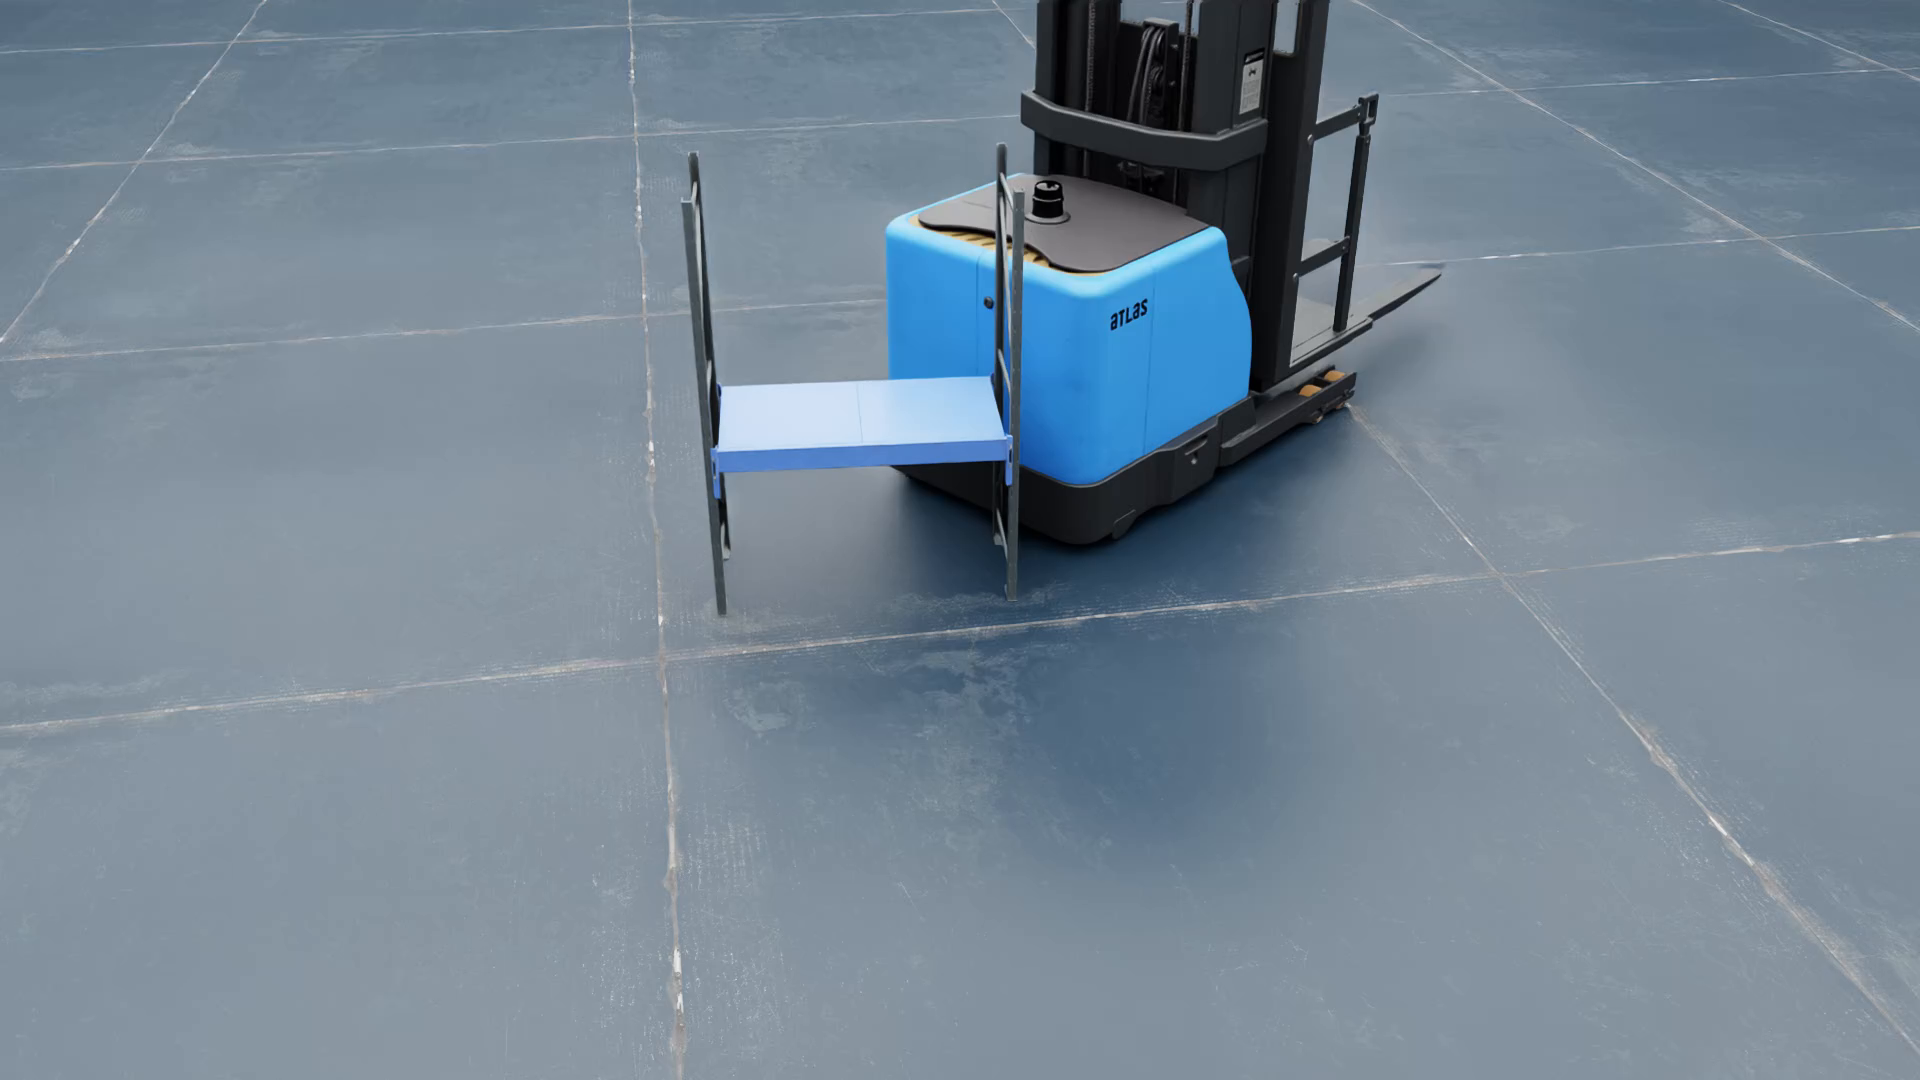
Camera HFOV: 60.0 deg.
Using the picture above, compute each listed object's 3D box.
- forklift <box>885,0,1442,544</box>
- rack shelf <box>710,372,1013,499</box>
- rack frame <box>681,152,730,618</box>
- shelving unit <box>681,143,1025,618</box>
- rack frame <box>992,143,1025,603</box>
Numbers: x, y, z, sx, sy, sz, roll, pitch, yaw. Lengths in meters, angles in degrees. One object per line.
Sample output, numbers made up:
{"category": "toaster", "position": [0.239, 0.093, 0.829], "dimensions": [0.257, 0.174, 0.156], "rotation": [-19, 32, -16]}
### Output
{"category": "forklift", "position": [1.066, -1.911, 6.609], "dimensions": [1.130, 2.935, 3.031], "rotation": [24, 38, 35]}
{"category": "rack shelf", "position": [-0.345, -0.371, 5.756], "dimensions": [1.000, 0.185, 0.538], "rotation": [-3, 31, -5]}
{"category": "rack frame", "position": [-0.851, -0.502, 5.624], "dimensions": [0.032, 1.500, 0.500], "rotation": [-3, 31, -5]}
{"category": "shelving unit", "position": [-0.345, -0.526, 5.665], "dimensions": [1.048, 1.500, 0.538], "rotation": [-3, 31, -5]}
{"category": "rack frame", "position": [0.161, -0.551, 5.707], "dimensions": [0.032, 1.500, 0.500], "rotation": [-3, 31, -5]}
